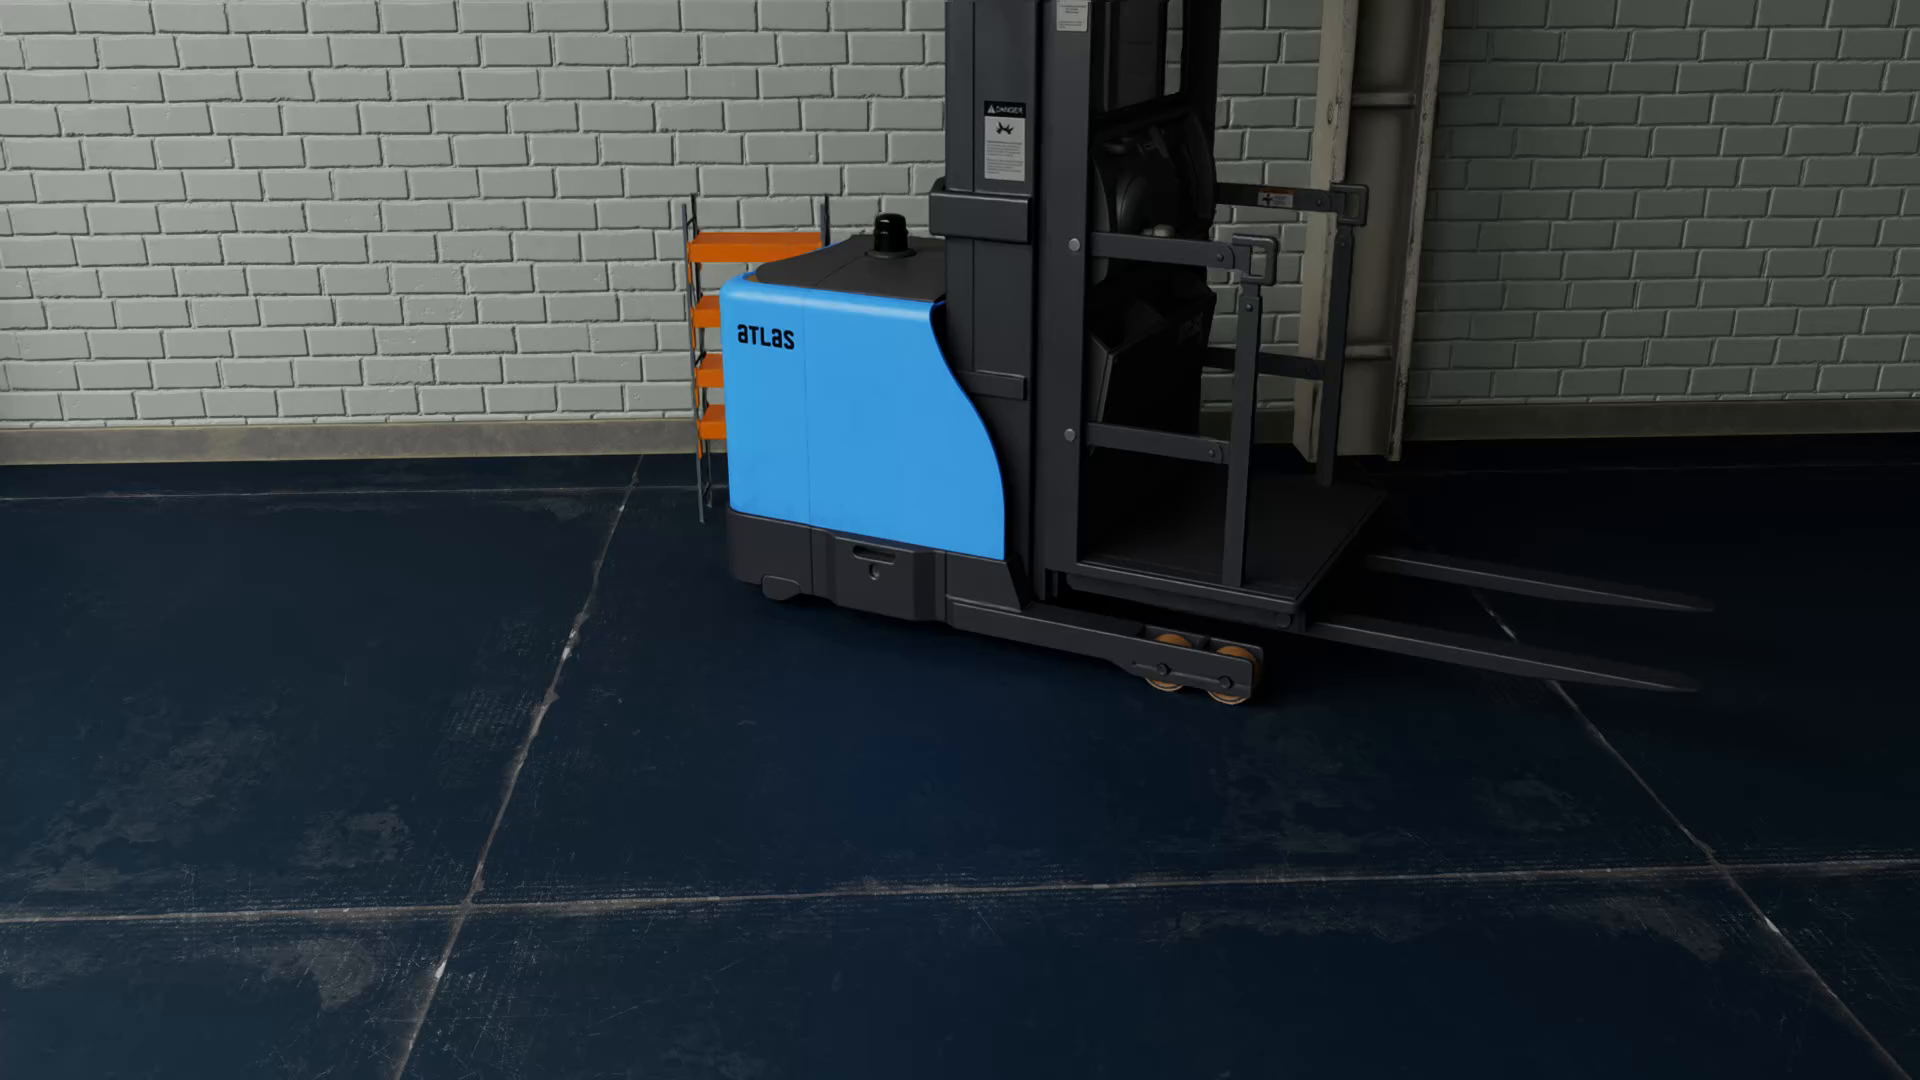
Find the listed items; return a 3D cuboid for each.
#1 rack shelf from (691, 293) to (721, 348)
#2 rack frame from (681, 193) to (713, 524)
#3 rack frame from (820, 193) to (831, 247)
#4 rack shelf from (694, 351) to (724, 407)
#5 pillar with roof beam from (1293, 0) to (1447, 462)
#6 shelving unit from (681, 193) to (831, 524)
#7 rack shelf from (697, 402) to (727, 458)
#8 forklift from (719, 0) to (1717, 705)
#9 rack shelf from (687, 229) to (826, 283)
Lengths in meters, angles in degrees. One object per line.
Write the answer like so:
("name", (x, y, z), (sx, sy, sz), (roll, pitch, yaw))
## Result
("rack shelf", (-0.730, -0.812, 6.127), (0.480, 0.148, 0.258), (0, 21, 0))
("rack frame", (-0.974, -0.666, 6.183), (0.015, 1.200, 0.240), (0, 21, 0))
("rack frame", (-0.486, -0.665, 6.182), (0.015, 1.200, 0.240), (0, 21, 0))
("rack shelf", (-0.730, -0.602, 6.206), (0.480, 0.148, 0.258), (0, 21, 0))
("pillar with roof beam", (1.898, -3.061, 1.512), (0.400, 9.000, 9.100), (-1, 21, -3))
("shelving unit", (-0.730, -0.665, 6.182), (0.503, 1.200, 0.258), (0, 21, 0))
("rack shelf", (-0.730, -0.417, 6.277), (0.480, 0.148, 0.258), (0, 21, 0))
("forklift", (0.769, -1.105, 4.904), (3.031, 2.935, 1.130), (10, 23, 25))
("rack shelf", (-0.730, -1.033, 6.042), (0.480, 0.148, 0.258), (0, 21, 0))
